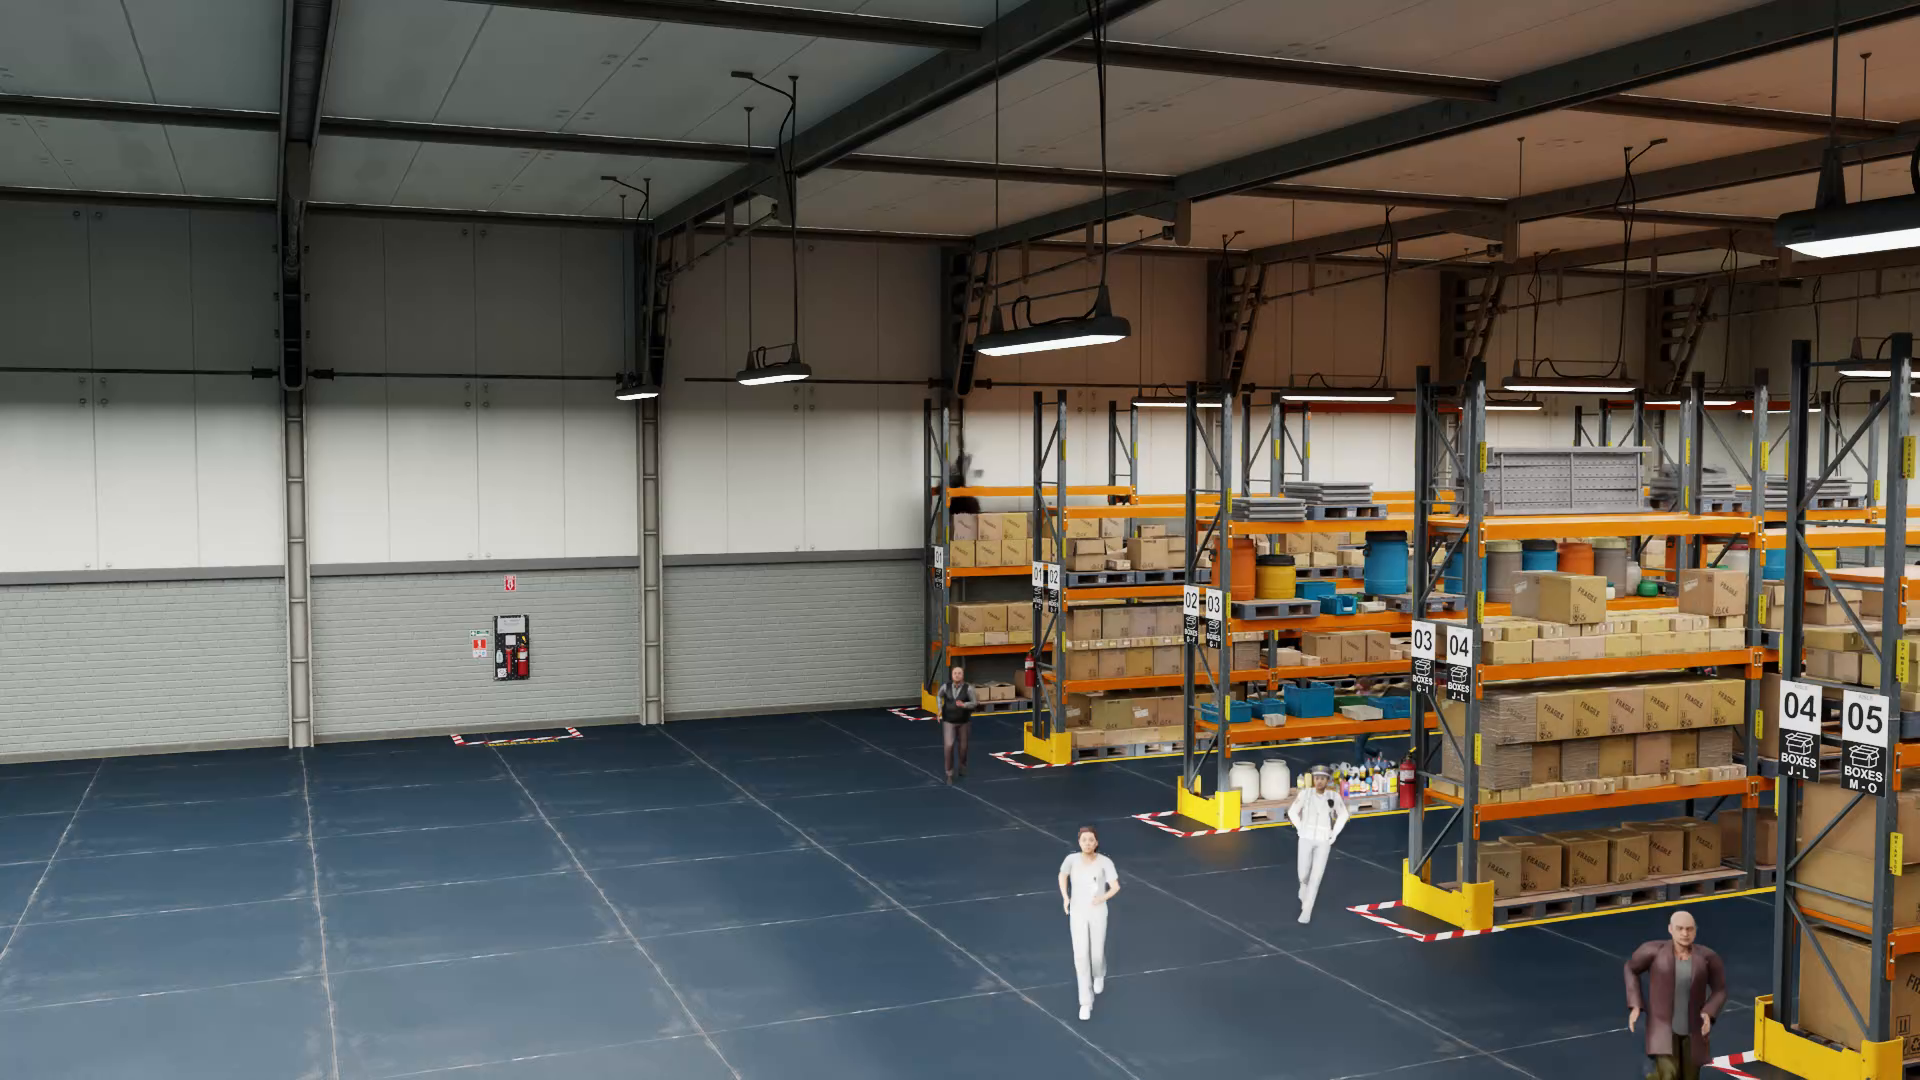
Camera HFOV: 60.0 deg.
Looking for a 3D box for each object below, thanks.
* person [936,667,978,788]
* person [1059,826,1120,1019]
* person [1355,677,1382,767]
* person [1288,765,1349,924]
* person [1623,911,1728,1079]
[{"bbox_3d":[-0.049,2.810,25.240,0.632,1.773,0.806,0,3,1],"label":"person"},{"bbox_3d":[1.169,3.427,15.155,0.572,1.662,0.839,1,3,9],"label":"person"},{"bbox_3d":[6.260,2.930,25.563,0.669,1.503,0.544,-1,4,-24],"label":"person"},{"bbox_3d":[3.903,3.267,18.134,0.637,1.688,0.795,1,4,18],"label":"person"},{"bbox_3d":[5.259,3.579,12.184,0.694,1.729,0.671,1,3,12],"label":"person"}]
